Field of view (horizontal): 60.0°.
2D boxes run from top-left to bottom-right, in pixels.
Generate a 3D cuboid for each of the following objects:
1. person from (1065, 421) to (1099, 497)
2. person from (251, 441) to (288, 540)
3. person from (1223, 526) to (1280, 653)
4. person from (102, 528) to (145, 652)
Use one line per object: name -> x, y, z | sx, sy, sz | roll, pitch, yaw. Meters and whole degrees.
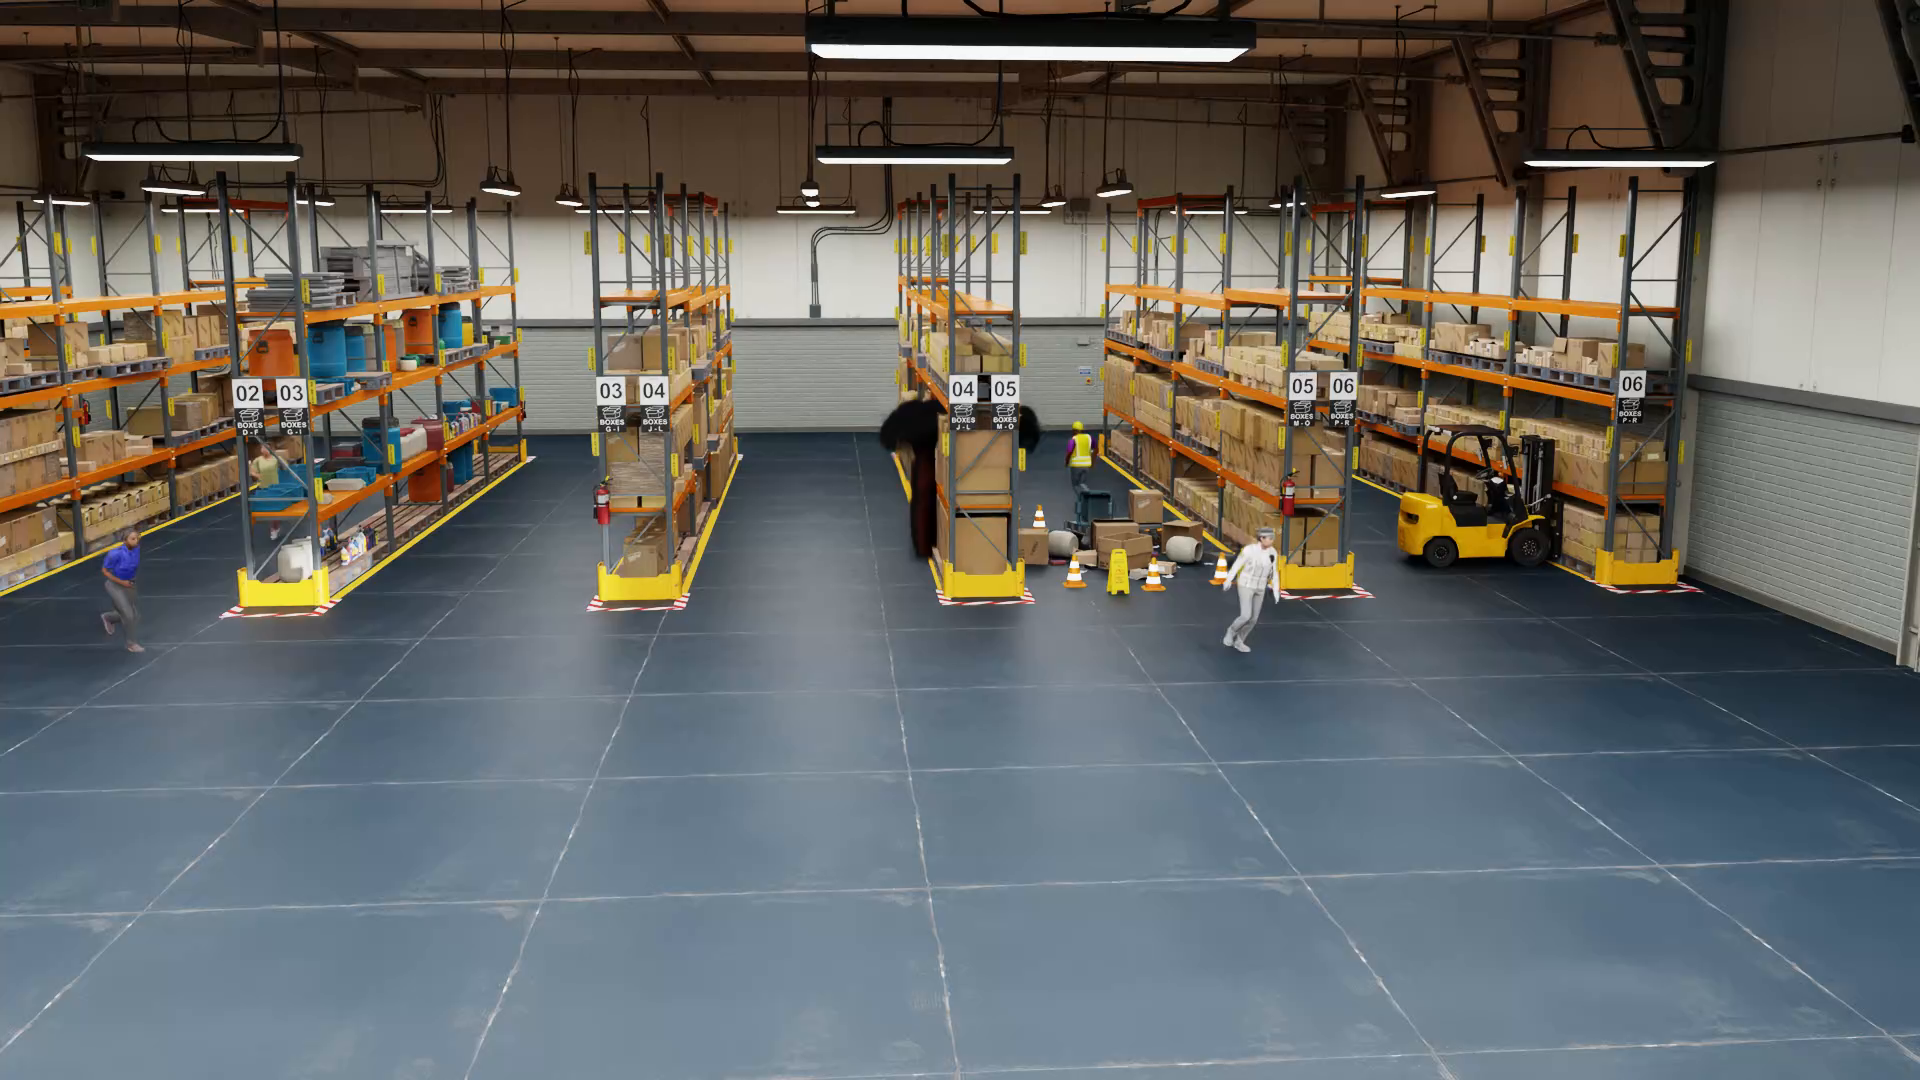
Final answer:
person -> 2.350, -1.406, 31.763 | 0.744, 1.711, 0.623 | -5, 11, -25
person -> -11.958, -0.867, 28.816 | 0.518, 1.713, 0.805 | 0, 10, -2
person -> 3.631, 0.609, 20.625 | 0.614, 1.610, 0.561 | -4, 11, -22
person -> -10.478, 0.634, 20.748 | 0.747, 1.583, 0.564 | 5, 11, 27
